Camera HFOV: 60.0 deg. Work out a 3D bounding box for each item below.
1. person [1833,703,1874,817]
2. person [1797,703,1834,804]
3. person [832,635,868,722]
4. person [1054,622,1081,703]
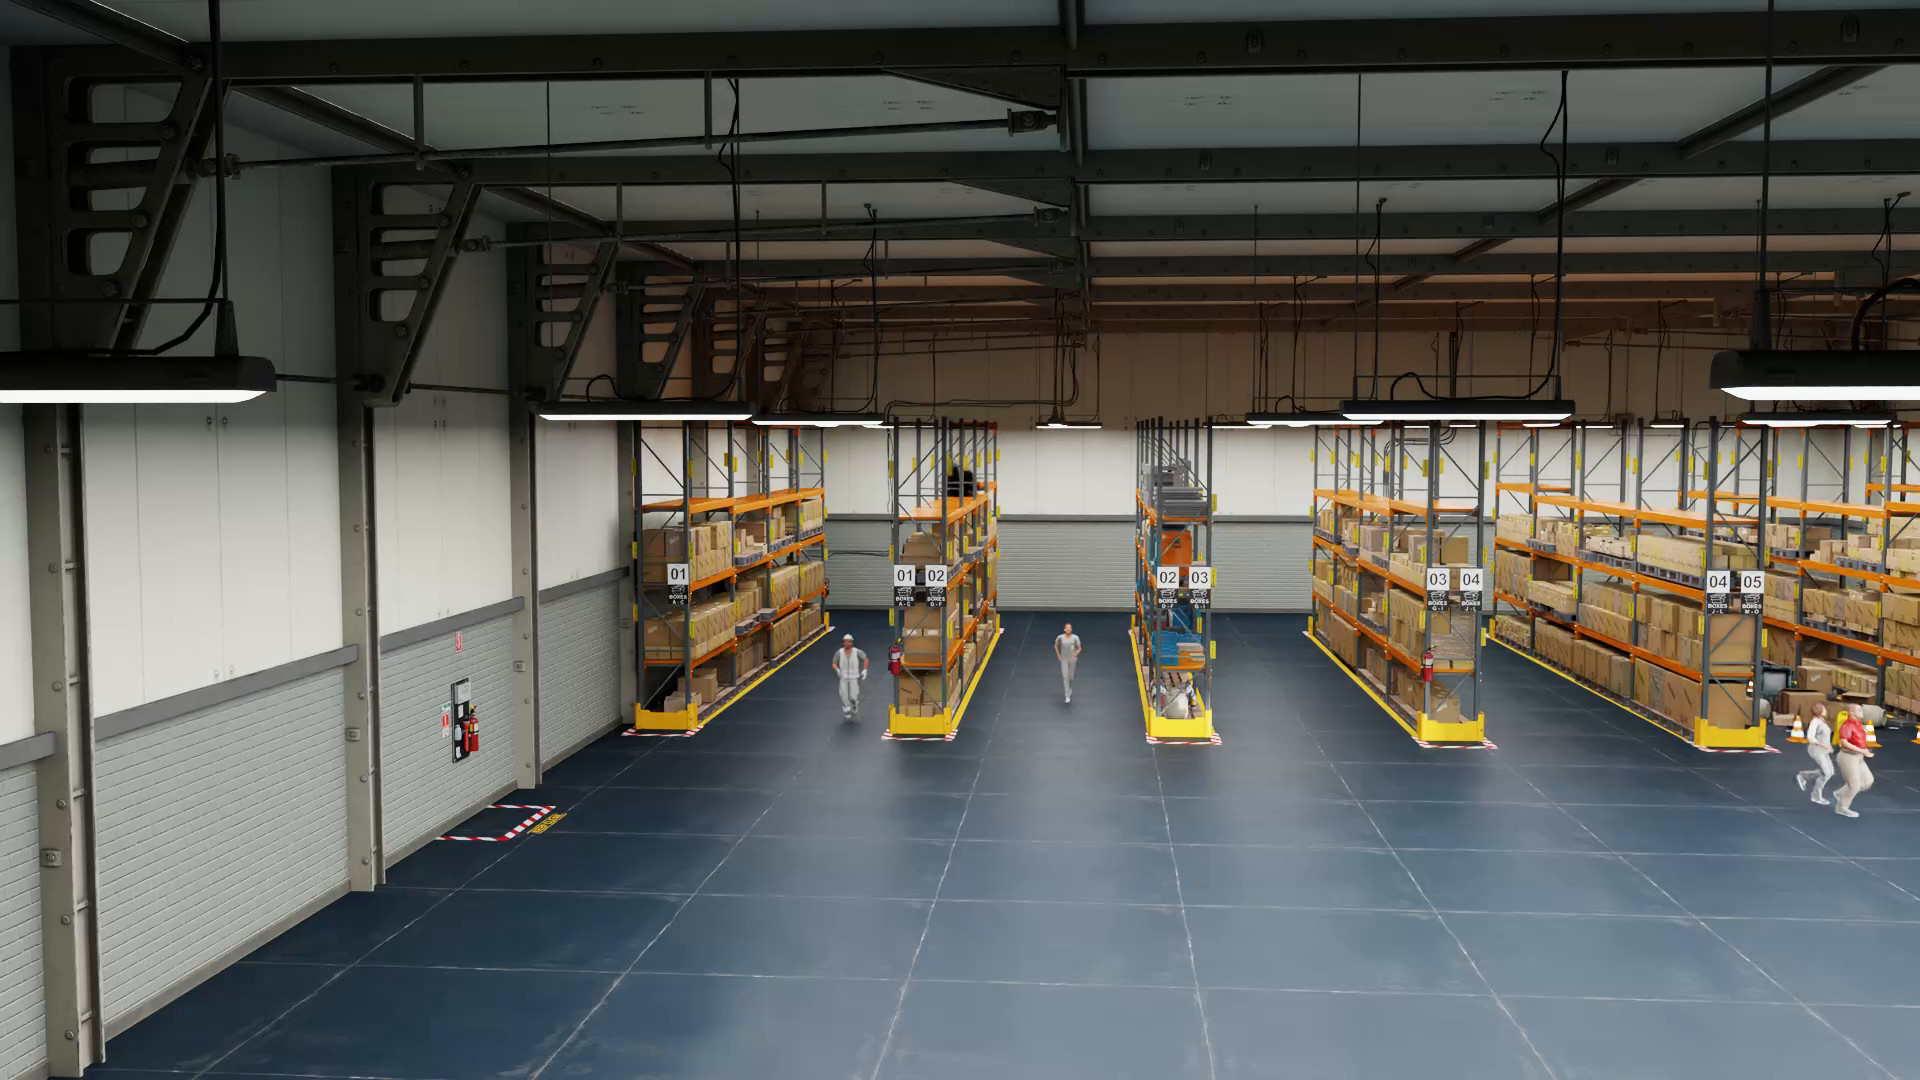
[{"bbox_3d":[13.281,3.264,24.683,0.569,1.688,0.663,3,5,43],"label":"person"},{"bbox_3d":[13.190,3.281,25.638,0.550,1.561,0.541,3,5,40],"label":"person"},{"bbox_3d":[-2.153,2.715,32.424,0.699,1.742,0.615,0,4,1],"label":"person"},{"bbox_3d":[2.301,2.584,35.446,0.574,1.674,0.866,0,4,1],"label":"person"}]
